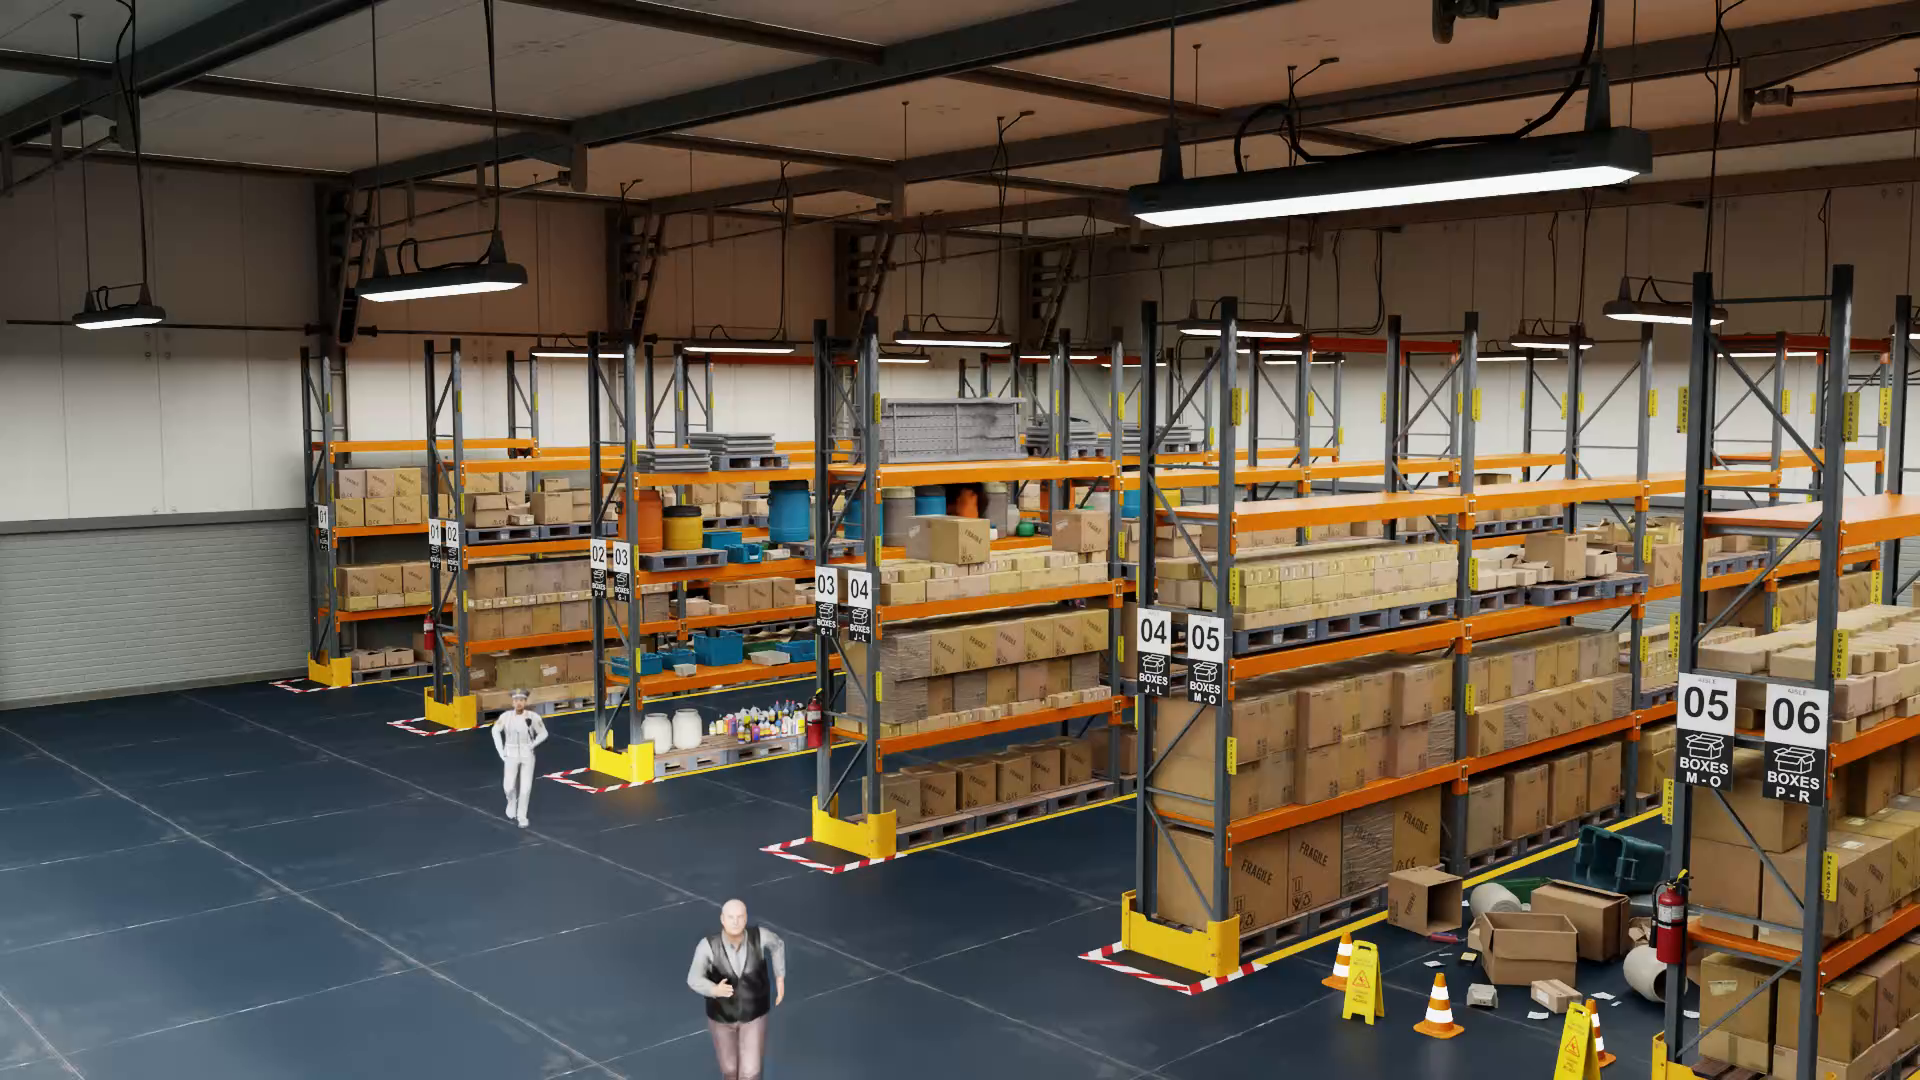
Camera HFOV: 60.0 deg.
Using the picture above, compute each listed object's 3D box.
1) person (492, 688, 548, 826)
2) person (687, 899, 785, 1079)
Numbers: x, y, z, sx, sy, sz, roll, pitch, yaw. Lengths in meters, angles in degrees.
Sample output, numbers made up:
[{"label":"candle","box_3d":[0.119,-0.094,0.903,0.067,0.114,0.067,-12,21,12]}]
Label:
[{"label":"person","box_3d":[-5.244,2.590,19.811,0.662,1.669,0.509,-1,5,-10]},{"label":"person","box_3d":[-1.533,3.310,11.480,0.670,1.767,0.859,-1,5,-9]}]
